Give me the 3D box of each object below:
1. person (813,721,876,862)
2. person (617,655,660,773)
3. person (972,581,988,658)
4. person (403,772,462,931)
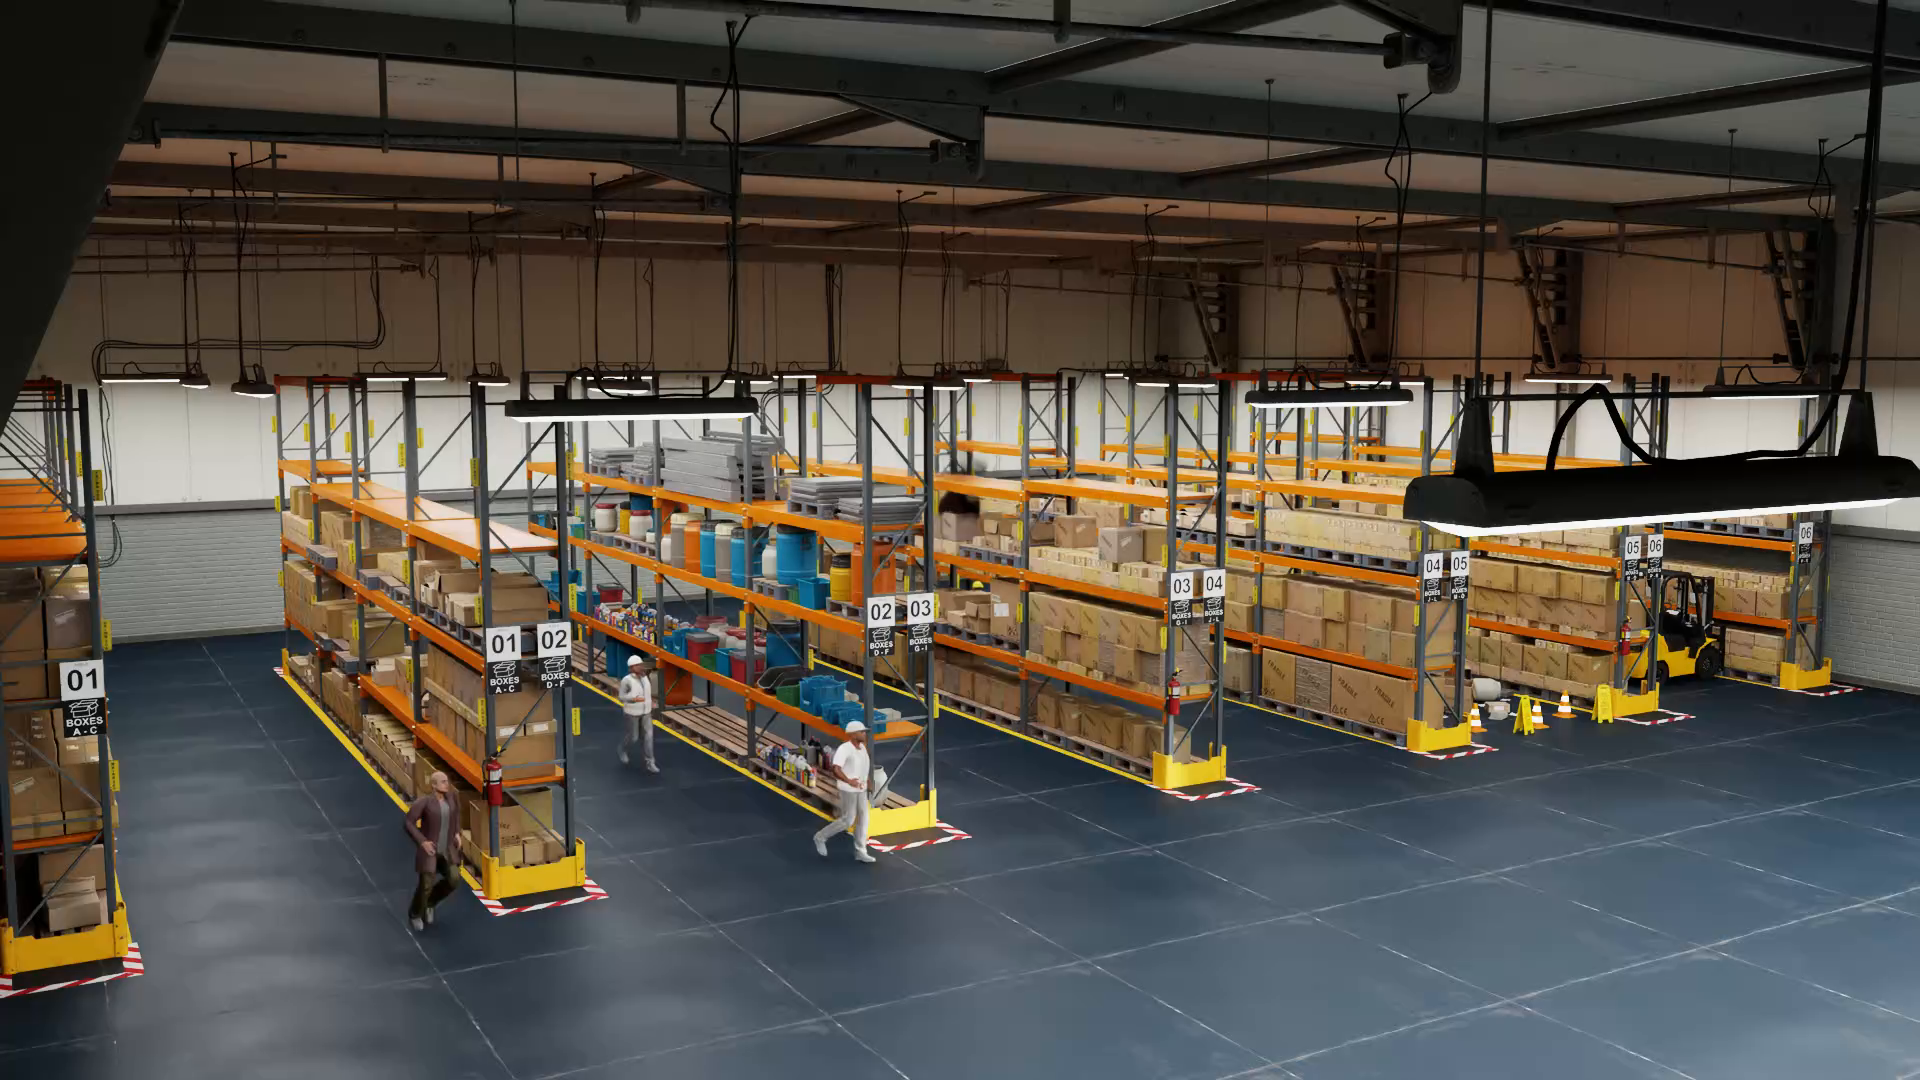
[{"bbox_3d":[-1.359,3.159,21.098,0.854,1.736,0.765,3,7,25],"label":"person"},{"bbox_3d":[-4.934,2.643,25.466,0.660,1.764,0.955,-6,9,-44],"label":"person"},{"bbox_3d":[0.362,1.693,33.957,0.700,1.719,0.989,-5,8,-37],"label":"person"},{"bbox_3d":[-5.827,3.450,18.585,0.587,1.722,0.776,5,8,41],"label":"person"}]
